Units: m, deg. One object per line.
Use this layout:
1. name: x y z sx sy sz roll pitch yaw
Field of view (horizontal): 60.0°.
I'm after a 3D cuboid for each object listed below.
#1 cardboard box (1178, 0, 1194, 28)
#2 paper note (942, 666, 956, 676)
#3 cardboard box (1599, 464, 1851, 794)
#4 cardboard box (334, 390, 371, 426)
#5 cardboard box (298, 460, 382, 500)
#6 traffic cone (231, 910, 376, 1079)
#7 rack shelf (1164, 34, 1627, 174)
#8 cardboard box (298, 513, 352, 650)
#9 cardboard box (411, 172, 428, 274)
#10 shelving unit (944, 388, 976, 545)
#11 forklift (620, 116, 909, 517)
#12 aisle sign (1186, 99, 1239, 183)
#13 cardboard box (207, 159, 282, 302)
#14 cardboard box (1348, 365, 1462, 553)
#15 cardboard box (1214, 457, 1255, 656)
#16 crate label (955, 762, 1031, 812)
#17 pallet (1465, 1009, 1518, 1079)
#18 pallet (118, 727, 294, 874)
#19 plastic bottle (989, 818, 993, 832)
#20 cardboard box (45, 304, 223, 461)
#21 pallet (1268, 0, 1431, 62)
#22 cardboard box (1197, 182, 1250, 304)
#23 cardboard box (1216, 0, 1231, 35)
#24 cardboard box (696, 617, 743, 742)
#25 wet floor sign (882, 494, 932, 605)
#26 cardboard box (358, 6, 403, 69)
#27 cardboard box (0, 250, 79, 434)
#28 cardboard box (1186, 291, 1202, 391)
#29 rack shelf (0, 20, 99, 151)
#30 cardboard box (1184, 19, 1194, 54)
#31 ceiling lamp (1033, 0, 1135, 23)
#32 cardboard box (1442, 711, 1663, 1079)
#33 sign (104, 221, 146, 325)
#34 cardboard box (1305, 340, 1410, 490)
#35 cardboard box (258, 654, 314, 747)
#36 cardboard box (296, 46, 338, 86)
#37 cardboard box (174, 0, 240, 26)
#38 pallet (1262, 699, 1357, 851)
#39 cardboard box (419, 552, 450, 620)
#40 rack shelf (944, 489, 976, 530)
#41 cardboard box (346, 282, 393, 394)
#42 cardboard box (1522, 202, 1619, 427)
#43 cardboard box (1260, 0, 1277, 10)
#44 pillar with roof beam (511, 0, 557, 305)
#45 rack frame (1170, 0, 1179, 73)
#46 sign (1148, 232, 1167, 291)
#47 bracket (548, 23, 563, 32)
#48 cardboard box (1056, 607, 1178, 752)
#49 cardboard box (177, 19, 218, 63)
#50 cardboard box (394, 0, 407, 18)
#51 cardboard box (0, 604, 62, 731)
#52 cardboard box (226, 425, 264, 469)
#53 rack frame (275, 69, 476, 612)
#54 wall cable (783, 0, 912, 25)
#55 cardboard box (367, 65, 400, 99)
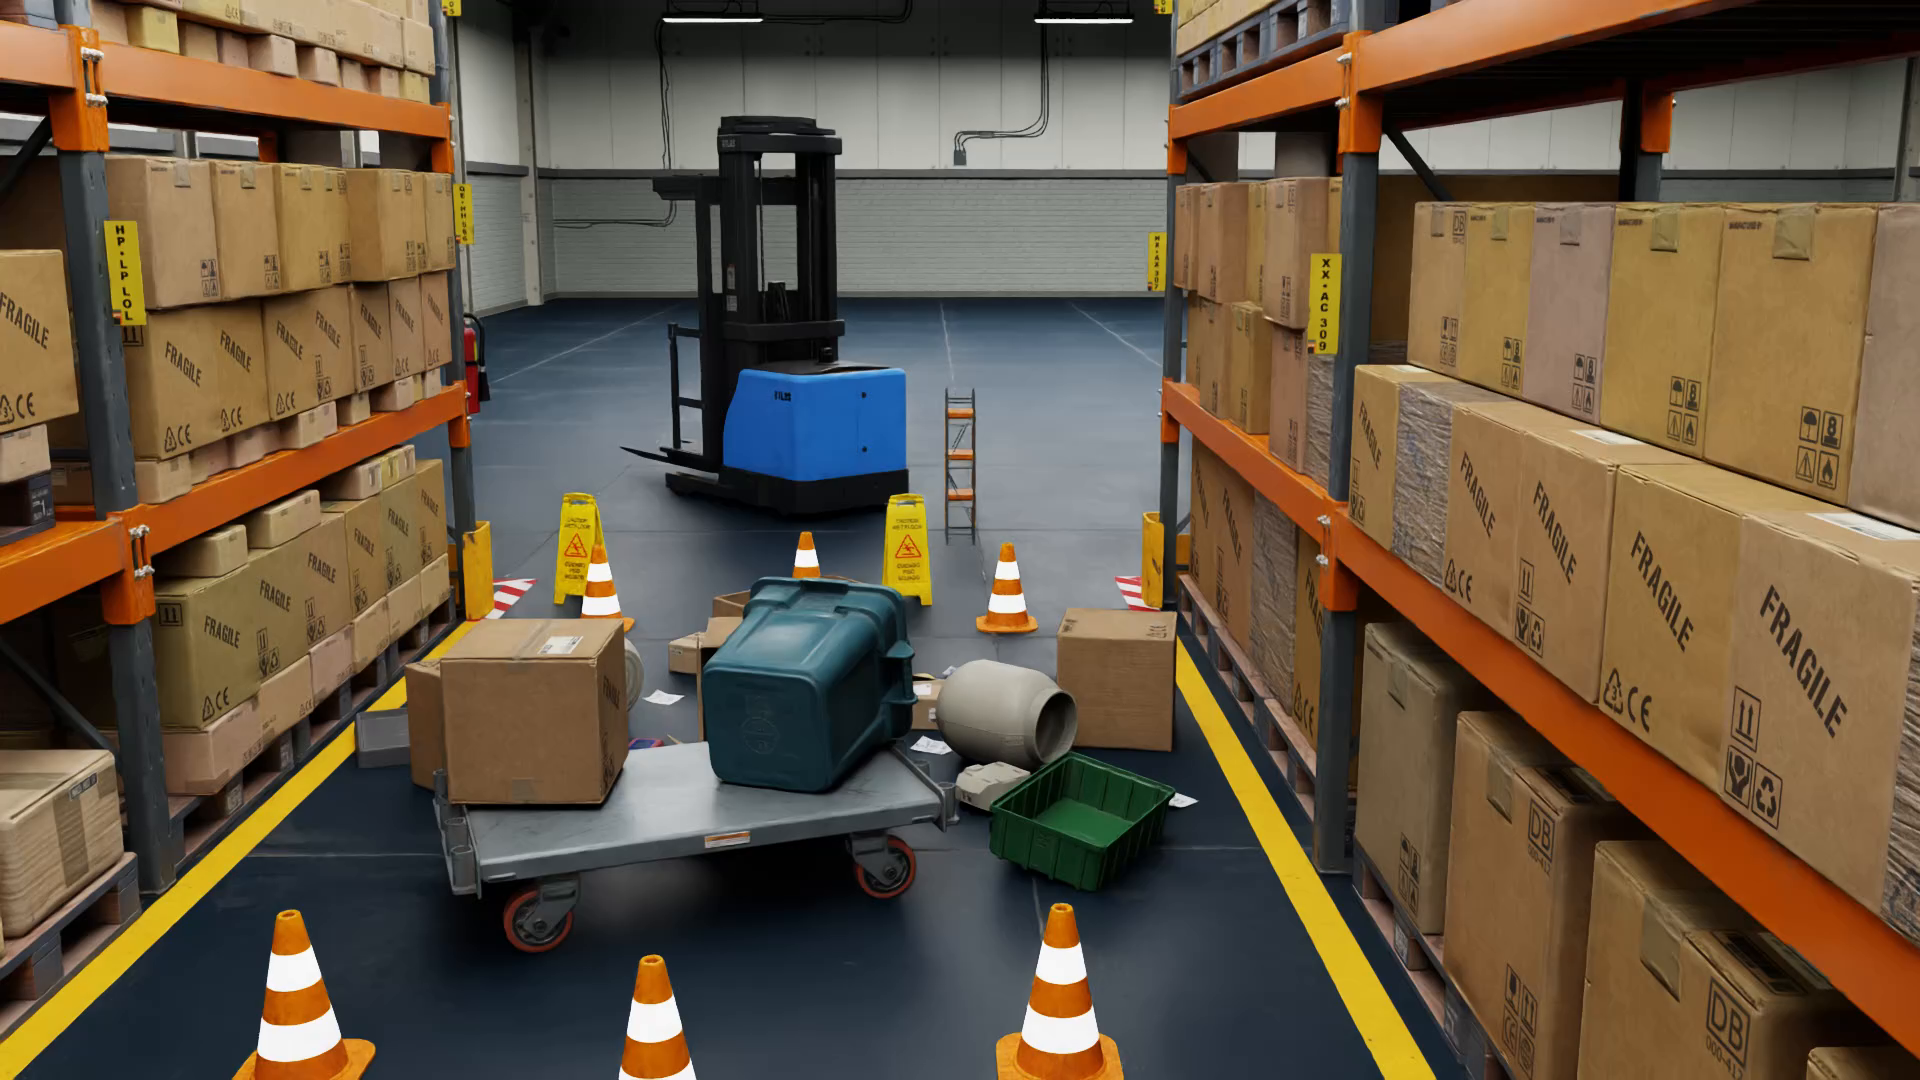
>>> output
1. cardboard box: 1.421 -2.809 8.639 0.500 0.250 0.500 0 11 -1
2. paper note: 0.002 0.657 8.247 0.144 0.017 0.142 4 12 18
3. cardboard box: 1.536 0.145 3.047 0.500 0.500 0.500 0 11 -2
4. cardboard box: -2.961 -0.618 7.693 0.380 0.149 0.250 0 11 -2
5. cardboard box: -2.922 -0.279 7.732 0.380 0.149 0.250 0 11 1
6. traffic cone: -1.771 1.211 4.428 0.336 0.463 0.334 0 11 -1
7. rack shelf: 1.709 -1.829 7.295 1.077 0.370 4.000 0 11 -1
8. cardboard box: -2.971 0.173 7.136 0.500 0.500 0.500 0 11 2
9. cardboard box: -3.048 -1.552 8.151 0.700 0.500 0.500 0 11 -1
10. shelving unit: 0.001 -0.504 11.402 0.215 1.050 0.252 0 11 -1
11. forklift: -1.727 -1.843 13.274 1.130 2.935 3.031 -10 15 -39
12. aisle sign: 1.366 -2.396 9.286 0.394 0.787 0.004 0 11 -1
13. cardboard box: -2.978 -1.148 6.160 0.700 0.500 0.500 0 11 -1
14. cardboard box: 1.492 -0.257 5.031 0.500 0.500 0.500 0 11 -1
15. cardboard box: 1.768 0.036 8.126 0.875 0.875 0.875 0 11 -2
16. crate label: 0.134 0.963 6.469 0.298 0.136 0.250 -10 15 -40
17. pallet: 1.870 1.449 3.886 1.003 0.211 1.213 0 11 -1
18. pallet: -3.246 0.960 6.297 1.003 0.211 1.213 0 11 -1
19. plastic bottle: 0.236 1.077 6.094 0.133 0.061 0.283 -7 13 -30
20. cardboard box: -2.927 -0.557 5.760 0.500 0.500 0.500 0 11 -1
21. pallet: 1.744 -1.903 6.074 1.003 0.211 1.213 0 11 -1
22. cardboard box: 1.616 -1.417 7.906 0.875 0.550 0.550 0 11 -1
23. cardboard box: 1.380 -2.390 7.577 0.380 0.149 0.250 0 11 -2
24. cardboard box: -0.684 0.613 6.931 0.797 0.637 0.503 0 11 -1
25. wet floor sign: -0.313 0.047 9.704 0.267 0.644 0.232 -2 12 -11
26. cardboard box: -3.004 -2.410 7.980 0.500 0.250 0.500 0 11 -2
27. cardboard box: -2.958 -0.583 4.833 0.500 0.500 0.500 0 11 -2
28. cardboard box: 1.720 -1.109 9.104 0.875 0.550 0.550 0 11 -1
29. rack shelf: -3.155 -0.993 3.176 1.077 0.370 4.000 0 11 -1
30. cardboard box: 1.360 -2.591 8.564 0.380 0.149 0.250 0 11 -1
31. ceiling lamp: 2.468 -11.951 33.155 2.000 3.185 0.800 0 11 -1
32. cardboard box: 1.869 0.898 4.192 1.050 0.750 0.750 0 11 -1
33. sign: -2.642 -0.844 5.262 0.100 0.325 0.005 0 11 -1
34. cardboard box: 1.731 -0.461 5.908 0.875 0.550 0.550 0 11 -1
35. cardboard box: -2.961 0.644 6.701 0.500 0.250 0.500 0 11 2
36. cardboard box: -2.916 -2.041 7.161 0.380 0.149 0.250 0 11 -2
37. cardboard box: -2.952 -2.007 5.992 0.500 0.250 0.500 0 11 -2
38. pallet: 1.813 0.901 6.586 1.003 0.211 1.213 0 11 -1
39. cardboard box: -2.993 0.238 8.704 0.500 0.250 0.500 0 11 -1
40. rack shelf: 0.001 -0.221 11.460 0.215 0.259 0.240 0 11 -1
41. cardboard box: -2.980 -0.958 7.735 0.500 0.500 0.500 0 11 -1
42. cardboard box: 1.789 -0.552 3.967 0.700 0.500 0.500 0 11 -1
43. cardboard box: 1.402 -2.189 6.582 0.380 0.149 0.250 0 11 0
44. pillar with roof beam: -5.445 -9.827 37.363 9.100 9.000 0.548 0 11 -1
45. rack frame: 1.667 -4.049 8.885 1.000 3.000 0.127 0 11 -1
46. sign: 1.112 -1.571 9.382 0.100 0.325 0.005 0 11 -1
47. bracket: -9.439 -12.011 39.075 0.076 0.066 3.189 0 11 -1
48. cardboard box: 0.692 0.606 7.311 0.500 0.500 0.500 2 12 9
49. cardboard box: -2.989 -1.834 6.144 0.380 0.149 0.250 0 11 1
50. cardboard box: -3.010 -2.689 8.351 0.380 0.149 0.250 0 11 0
51. cardboard box: -3.477 0.384 6.094 0.500 0.500 0.500 0 11 -2
52. cardboard box: -2.946 -0.366 6.452 0.380 0.149 0.250 0 11 1
53. rack frame: -3.279 -1.069 9.282 1.000 3.000 0.127 0 11 -1
54. wall cable: -2.689 -13.606 39.661 3.097 2.526 0.112 0 11 -1
55. cardboard box: -2.983 -2.243 8.161 0.380 0.149 0.250 0 11 1
